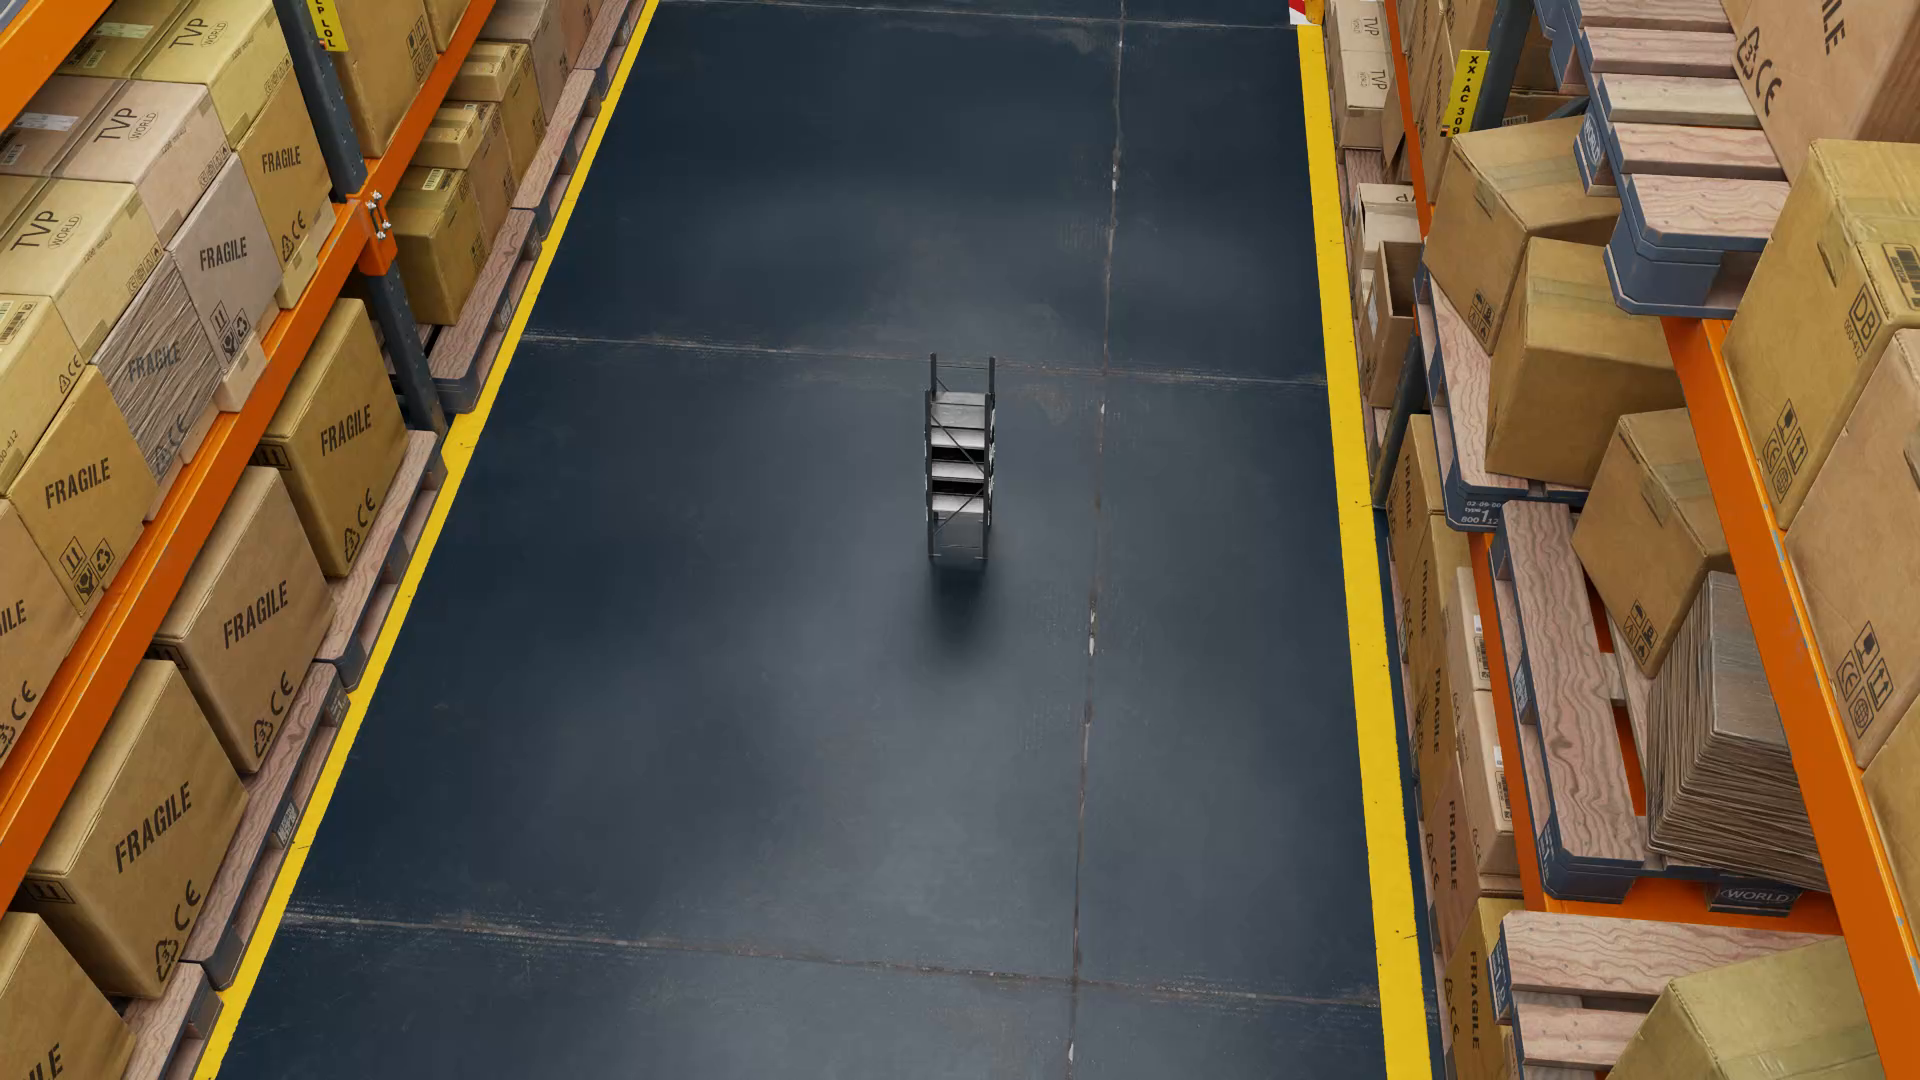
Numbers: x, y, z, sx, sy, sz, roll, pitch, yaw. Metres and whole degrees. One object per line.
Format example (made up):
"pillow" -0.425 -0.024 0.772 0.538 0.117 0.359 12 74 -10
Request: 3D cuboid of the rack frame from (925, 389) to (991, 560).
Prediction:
"rack frame" -0.009 -0.235 6.381 0.240 0.900 0.006 4 48 4

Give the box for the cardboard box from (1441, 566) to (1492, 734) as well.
"cardboard box" 1.835 0.366 5.296 0.500 0.250 0.500 4 48 4

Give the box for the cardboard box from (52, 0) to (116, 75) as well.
"cardboard box" -3.022 -1.554 5.373 0.500 0.250 0.500 5 48 5

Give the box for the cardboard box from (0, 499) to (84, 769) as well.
"cardboard box" -2.683 0.229 4.250 0.500 0.500 0.500 4 48 3

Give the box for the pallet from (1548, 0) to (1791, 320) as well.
"pallet" 1.992 -0.862 3.626 1.213 0.211 1.003 4 48 4

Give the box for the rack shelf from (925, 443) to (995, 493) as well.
"rack shelf" 0.001 -0.287 6.474 0.258 0.077 0.200 4 48 4

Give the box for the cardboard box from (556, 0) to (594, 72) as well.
"cardboard box" -2.366 -2.829 8.740 0.700 0.500 0.500 4 48 3

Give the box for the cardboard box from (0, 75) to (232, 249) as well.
"cardboard box" -2.564 -1.139 4.994 0.500 0.250 0.500 5 48 4

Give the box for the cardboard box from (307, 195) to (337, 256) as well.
"cardboard box" -2.469 -1.135 5.938 0.380 0.149 0.250 4 48 4

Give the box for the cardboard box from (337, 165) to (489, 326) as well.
"cardboard box" -2.550 -1.321 7.361 0.700 0.500 0.500 4 48 4

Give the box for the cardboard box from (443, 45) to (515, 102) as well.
"cardboard box" -2.290 -2.163 7.691 0.380 0.149 0.250 3 48 2

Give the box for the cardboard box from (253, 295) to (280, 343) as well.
"cardboard box" -2.537 -0.761 5.596 0.380 0.149 0.250 5 48 5

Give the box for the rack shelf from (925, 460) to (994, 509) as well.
"rack shelf" 0.001 -0.226 6.540 0.258 0.077 0.200 4 48 4

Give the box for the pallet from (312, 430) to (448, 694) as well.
"pallet" -2.716 0.033 6.603 1.003 0.211 1.213 4 48 4

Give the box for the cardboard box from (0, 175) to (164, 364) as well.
"cardboard box" -2.611 -0.764 4.651 0.500 0.250 0.500 5 48 4

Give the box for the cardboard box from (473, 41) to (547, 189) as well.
"cardboard box" -2.452 -2.067 8.043 0.700 0.500 0.500 5 48 4

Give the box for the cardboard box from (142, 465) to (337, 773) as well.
"cardboard box" -2.728 0.243 5.693 0.750 0.750 0.750 5 48 5

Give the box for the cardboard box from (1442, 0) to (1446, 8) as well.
"cardboard box" 2.045 -2.287 6.089 0.500 0.500 0.500 3 48 3

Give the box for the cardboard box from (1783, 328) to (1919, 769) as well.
"cardboard box" 1.901 0.046 2.601 0.910 0.500 0.500 4 48 4

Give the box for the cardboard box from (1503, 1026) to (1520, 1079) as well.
"cardboard box" 1.701 1.487 4.271 0.500 0.250 0.500 6 48 5

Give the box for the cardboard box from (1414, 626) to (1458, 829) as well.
"cardboard box" 1.836 0.644 5.550 0.500 0.500 0.500 4 48 4

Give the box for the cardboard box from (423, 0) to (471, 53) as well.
"cardboard box" -2.583 -2.515 6.840 0.980 0.700 0.700 3 48 3

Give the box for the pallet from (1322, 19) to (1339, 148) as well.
"pallet" 2.499 -2.506 8.925 1.003 0.211 1.213 4 48 4

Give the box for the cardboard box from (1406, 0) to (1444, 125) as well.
"cardboard box" 2.049 -1.947 6.456 0.500 0.500 0.500 5 48 5

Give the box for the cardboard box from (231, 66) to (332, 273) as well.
"cardboard box" -2.511 -1.265 5.617 0.500 0.500 0.500 3 48 3

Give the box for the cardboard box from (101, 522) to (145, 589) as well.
"cardboard box" -2.664 -0.010 4.909 0.380 0.149 0.250 5 48 5

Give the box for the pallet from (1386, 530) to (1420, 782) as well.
"pallet" 2.177 0.391 6.275 1.003 0.211 1.213 4 48 4

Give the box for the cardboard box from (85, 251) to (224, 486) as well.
"cardboard box" -2.602 -0.521 4.937 0.500 0.500 0.500 4 48 4

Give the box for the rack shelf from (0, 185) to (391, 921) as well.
"rack shelf" -2.903 0.232 5.018 1.077 0.370 4.000 4 48 4

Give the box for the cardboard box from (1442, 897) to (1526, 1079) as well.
"cardboard box" 1.747 1.401 4.857 0.500 0.500 0.500 2 48 2

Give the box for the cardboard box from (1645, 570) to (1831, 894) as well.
"cardboard box" 2.067 0.484 3.948 0.700 0.500 0.500 12 49 11

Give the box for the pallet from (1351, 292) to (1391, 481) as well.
"pallet" 2.277 -0.713 7.286 1.003 0.211 1.213 4 48 4

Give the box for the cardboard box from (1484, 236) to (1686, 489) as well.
"cardboard box" 1.948 -0.483 4.832 0.700 0.500 0.500 11 48 10

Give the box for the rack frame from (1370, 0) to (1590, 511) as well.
"rack frame" 2.213 -1.150 5.795 1.000 3.000 0.127 4 48 4

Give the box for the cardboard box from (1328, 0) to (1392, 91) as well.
"cardboard box" 2.200 -2.562 8.652 0.500 0.250 0.500 4 48 4

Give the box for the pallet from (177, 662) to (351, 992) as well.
"pallet" -2.824 0.932 5.781 1.003 0.211 1.213 4 48 4

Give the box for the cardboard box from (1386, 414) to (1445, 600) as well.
"cardboard box" 1.926 -0.116 6.245 0.500 0.500 0.500 2 48 2

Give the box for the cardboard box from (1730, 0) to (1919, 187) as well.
"cardboard box" 1.975 -1.026 3.229 0.600 0.600 0.600 2 48 2

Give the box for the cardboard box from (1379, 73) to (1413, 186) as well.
"cardboard box" 2.379 -1.837 7.817 0.797 0.503 0.637 4 48 4

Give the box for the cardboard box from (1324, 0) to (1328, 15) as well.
"cardboard box" 2.197 -2.991 9.113 0.380 0.149 0.250 4 48 4

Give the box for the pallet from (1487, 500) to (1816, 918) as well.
"pallet" 2.021 0.425 4.485 1.003 0.211 1.213 4 48 4

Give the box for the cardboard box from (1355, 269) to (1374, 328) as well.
"cardboard box" 1.957 -1.054 7.341 0.380 0.149 0.250 4 48 4

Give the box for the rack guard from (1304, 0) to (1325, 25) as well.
"rack guard" 2.571 -3.190 9.355 1.175 0.500 0.348 4 48 4

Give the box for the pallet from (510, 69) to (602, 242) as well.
"pallet" -2.465 -1.992 8.455 1.003 0.211 1.213 4 48 4

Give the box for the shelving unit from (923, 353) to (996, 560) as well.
"shelving unit" 0.001 -0.310 6.449 0.258 0.900 0.210 4 48 4

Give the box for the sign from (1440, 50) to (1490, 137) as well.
"sign" 1.672 -1.473 5.504 0.100 0.325 0.005 4 48 4

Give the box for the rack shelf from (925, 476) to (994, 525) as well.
"rack shelf" 0.001 -0.166 6.607 0.258 0.077 0.200 4 48 4

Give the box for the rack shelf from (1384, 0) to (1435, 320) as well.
"rack shelf" 2.395 -2.377 7.405 1.077 0.370 4.000 4 48 4

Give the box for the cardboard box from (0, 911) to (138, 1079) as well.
"cardboard box" -2.887 1.511 4.533 0.750 0.750 0.750 3 48 3

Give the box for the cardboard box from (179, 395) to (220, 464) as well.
"cardboard box" -2.591 -0.387 5.254 0.380 0.149 0.250 4 48 4
